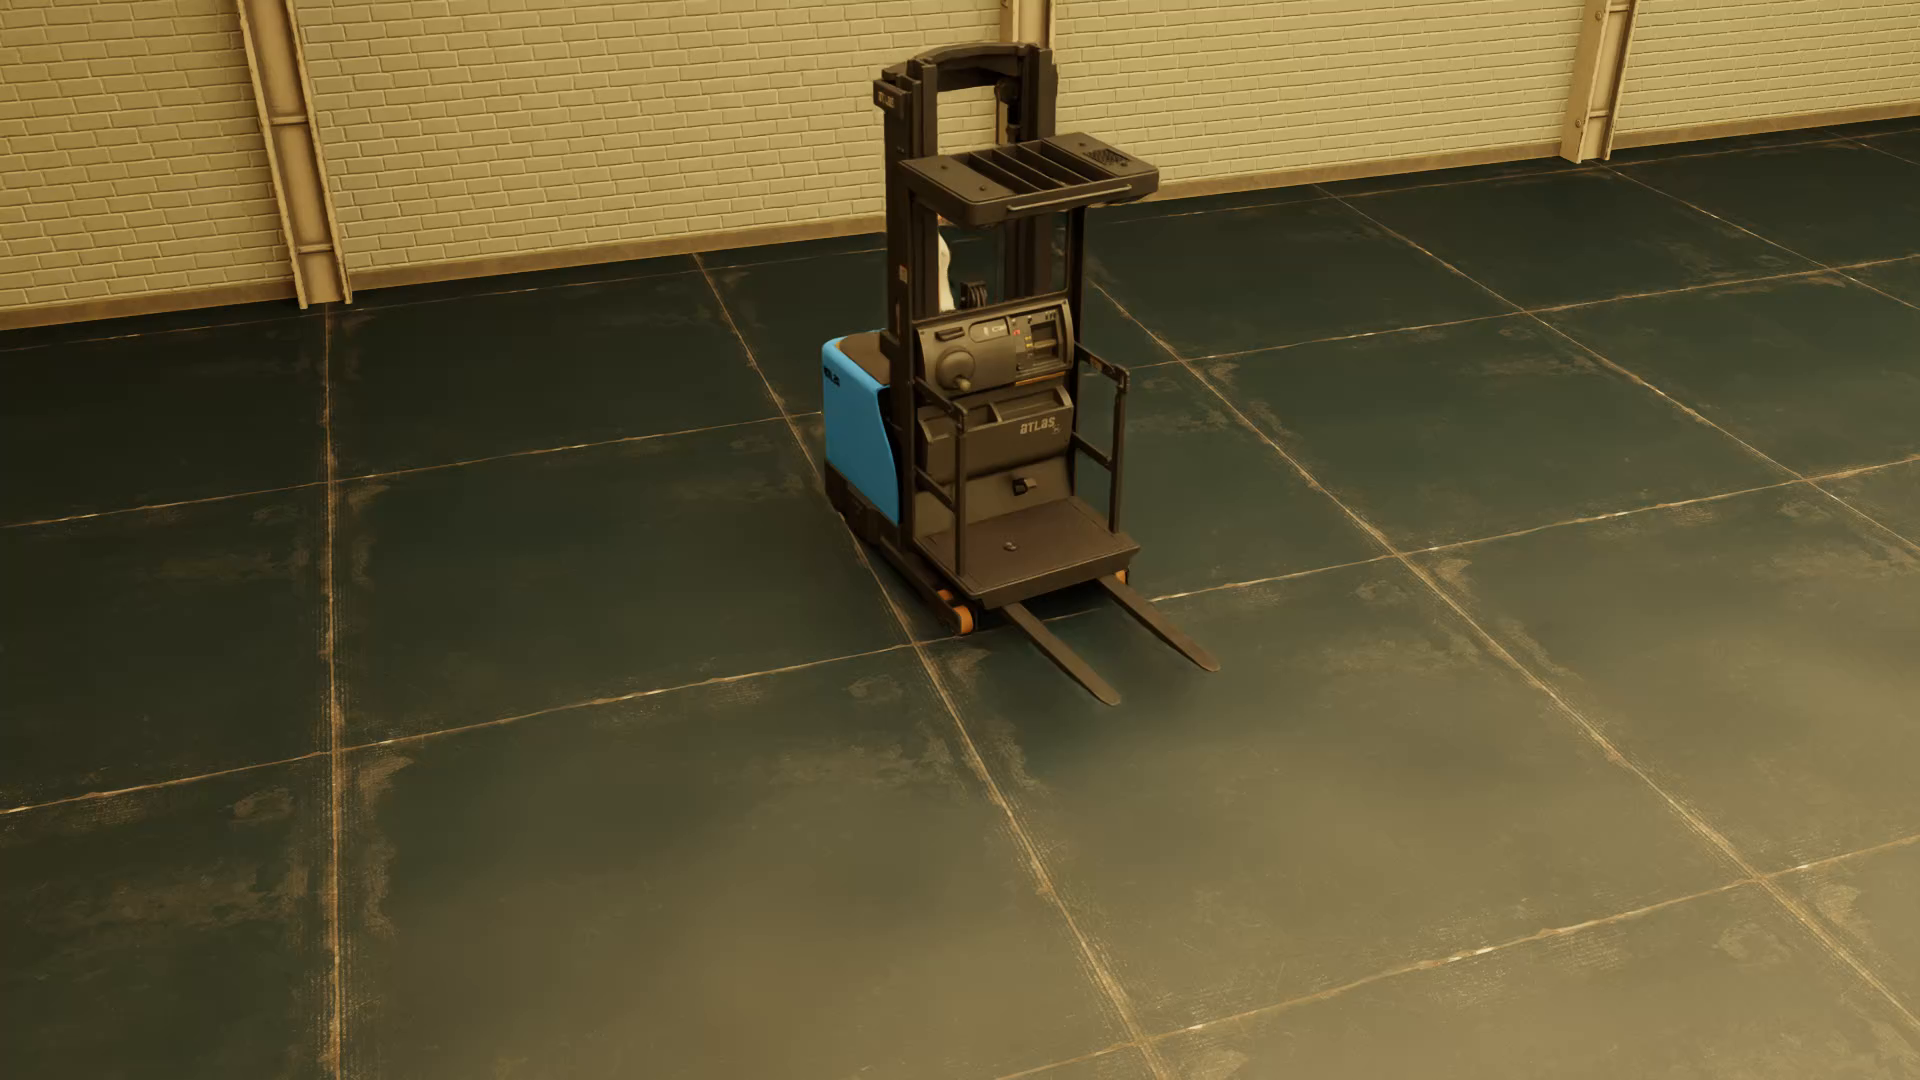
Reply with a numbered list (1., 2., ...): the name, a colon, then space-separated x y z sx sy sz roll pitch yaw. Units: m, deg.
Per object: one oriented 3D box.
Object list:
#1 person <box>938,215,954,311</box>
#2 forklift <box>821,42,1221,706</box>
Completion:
1. person: -0.172 -1.620 11.268 0.483 1.586 0.798 -3 30 -5
2. forklift: 0.305 -1.005 8.834 1.130 2.935 3.031 -15 33 -25
